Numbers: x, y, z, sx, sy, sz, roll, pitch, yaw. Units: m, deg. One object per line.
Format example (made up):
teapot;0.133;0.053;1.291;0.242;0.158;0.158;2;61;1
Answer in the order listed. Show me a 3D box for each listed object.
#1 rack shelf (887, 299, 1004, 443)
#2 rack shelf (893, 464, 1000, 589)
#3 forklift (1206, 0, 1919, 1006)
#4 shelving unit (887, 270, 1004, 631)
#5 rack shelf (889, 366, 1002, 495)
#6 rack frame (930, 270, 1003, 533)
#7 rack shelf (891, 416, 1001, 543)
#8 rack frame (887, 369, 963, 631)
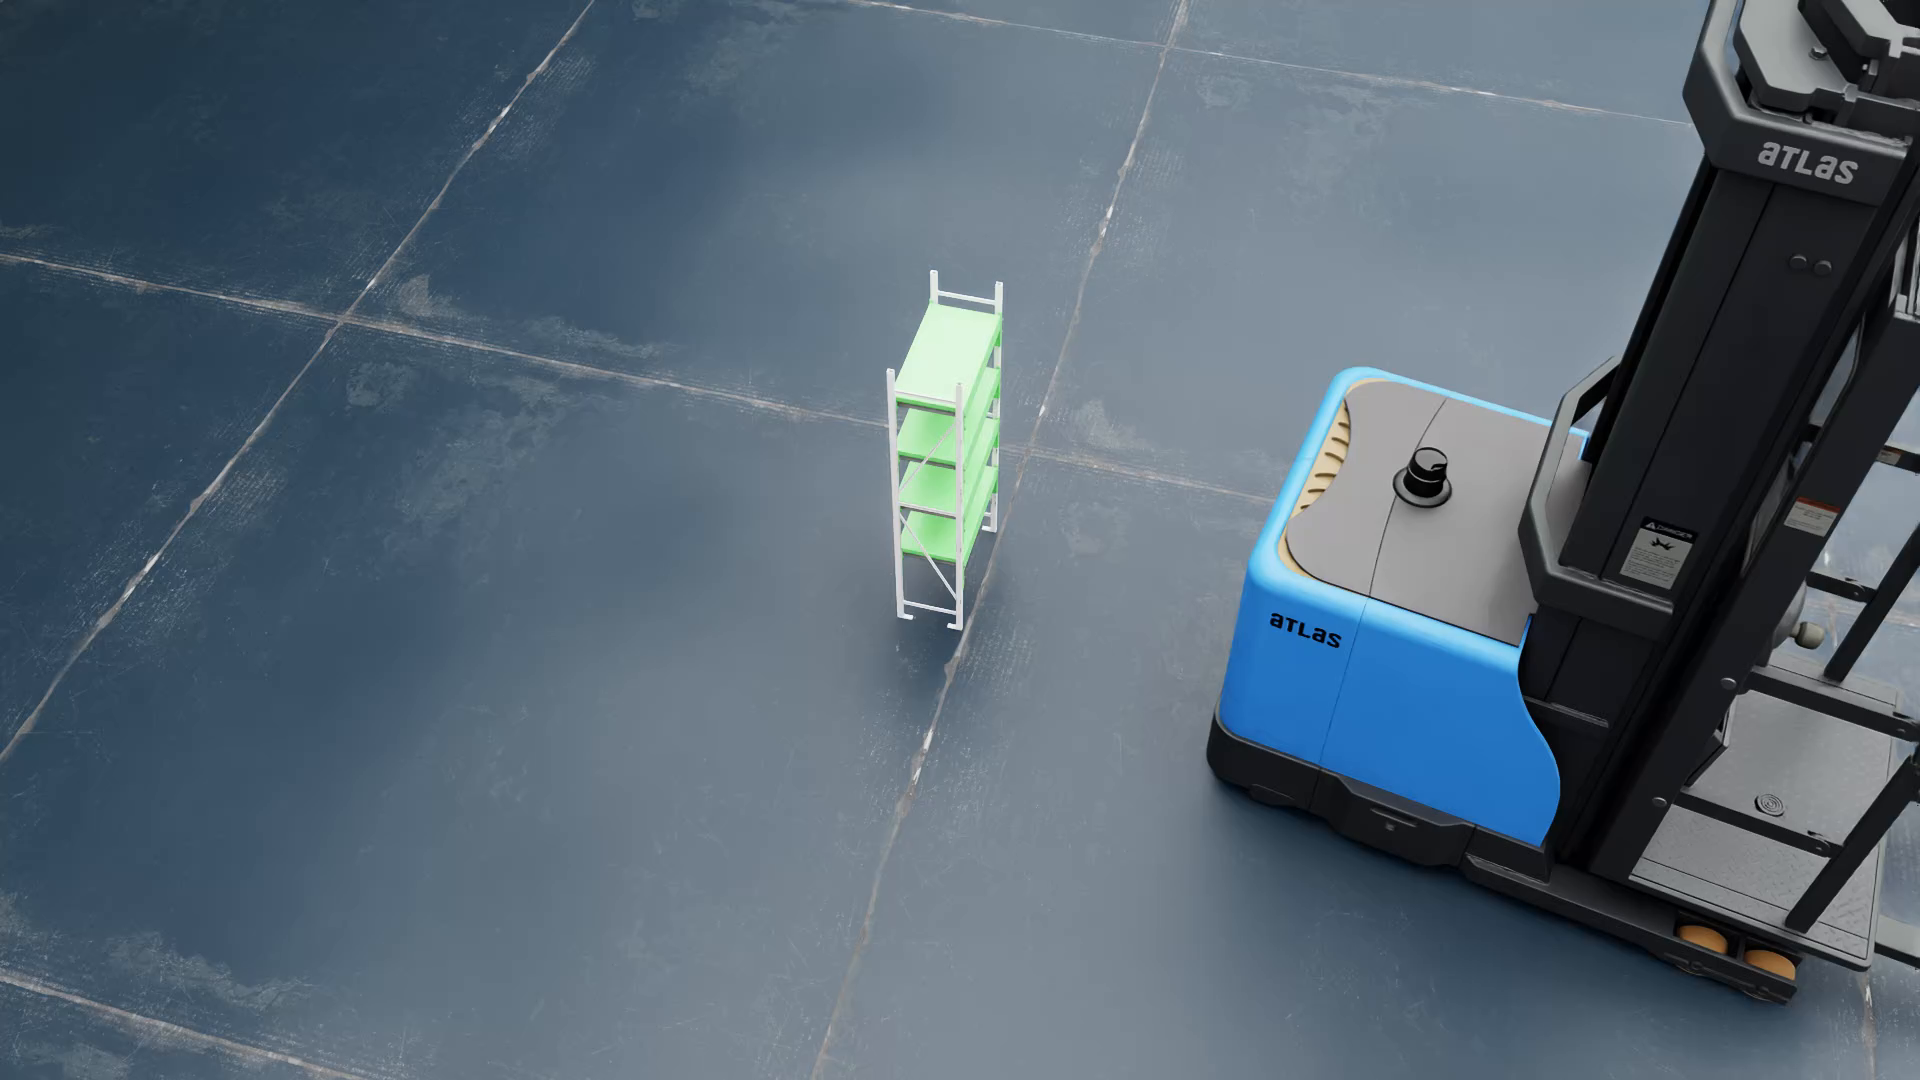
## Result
rack shelf;-0.044;-0.553;5.383;0.258;0.148;0.480;12;50;10
rack shelf;-0.044;-0.076;5.922;0.258;0.148;0.480;12;50;10
forklift;2.377;-0.040;4.330;3.031;2.935;1.130;19;51;16
shelving unit;-0.044;-0.277;5.694;0.258;1.200;0.503;12;50;10
rack shelf;-0.044;-0.394;5.562;0.258;0.148;0.480;12;50;10
rack frame;0.021;-0.454;5.850;0.240;1.200;0.015;12;50;10
rack shelf;-0.044;-0.235;5.742;0.258;0.148;0.480;12;50;10
rack frame;-0.108;-0.101;5.539;0.240;1.200;0.015;12;50;10
